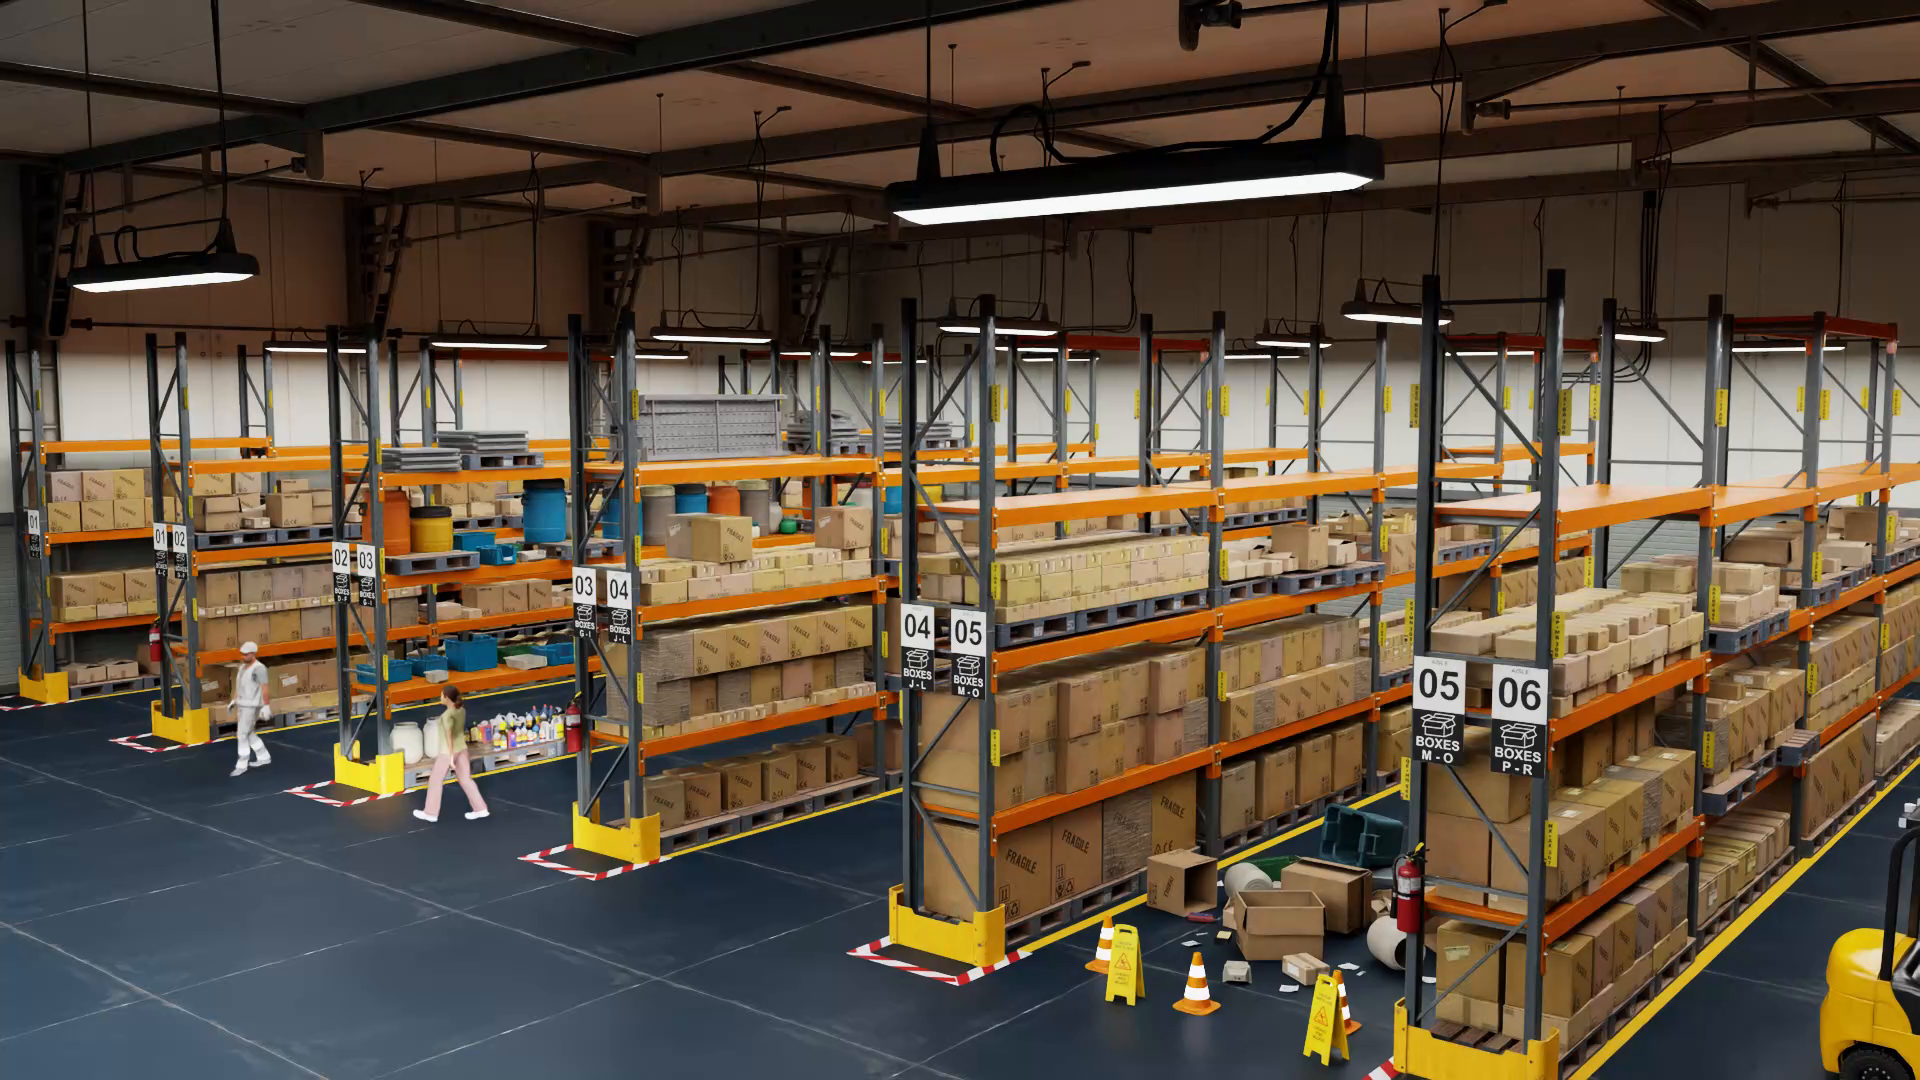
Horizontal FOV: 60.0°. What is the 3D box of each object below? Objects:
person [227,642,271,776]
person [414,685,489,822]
[{"bbox_3d":[-9.629,2.283,22.499,0.616,1.822,0.656,4,7,39],"label":"person"},{"bbox_3d":[-6.102,2.553,19.967,0.868,1.649,0.445,2,6,22],"label":"person"}]
